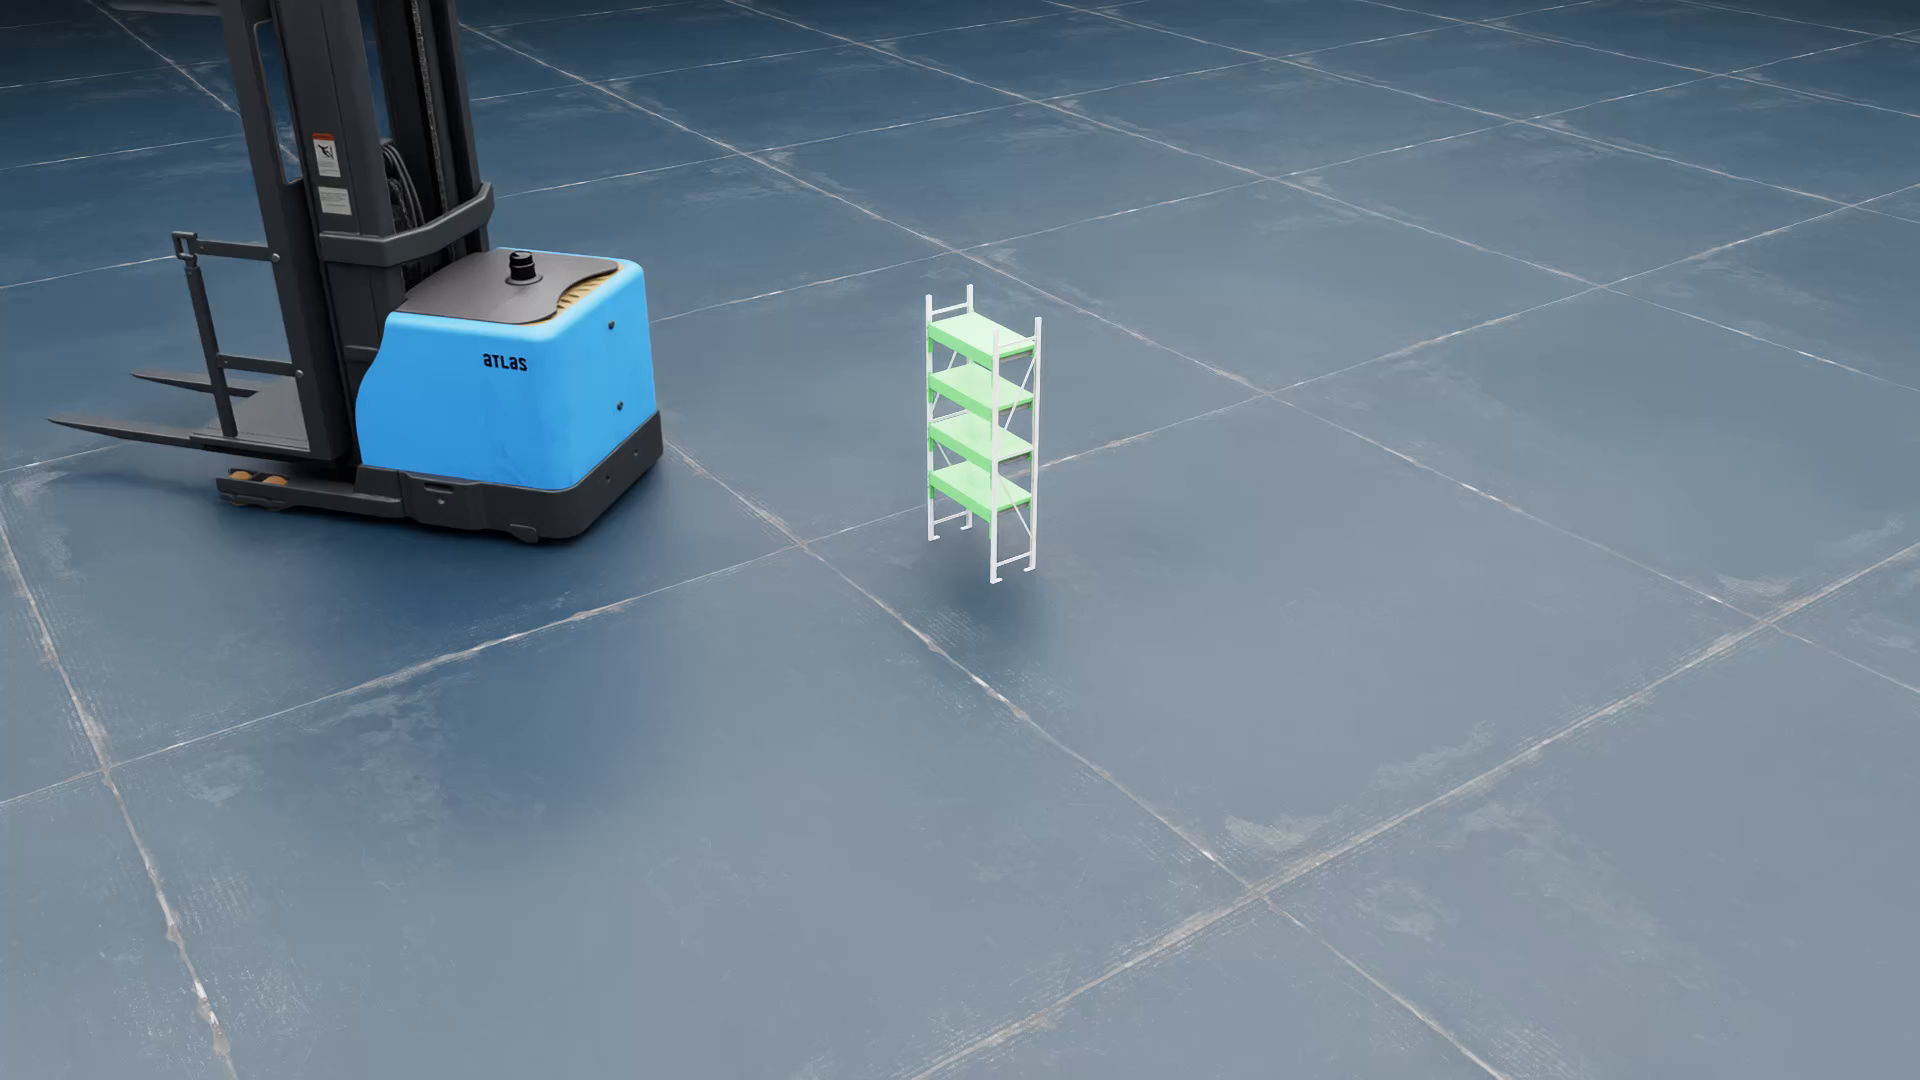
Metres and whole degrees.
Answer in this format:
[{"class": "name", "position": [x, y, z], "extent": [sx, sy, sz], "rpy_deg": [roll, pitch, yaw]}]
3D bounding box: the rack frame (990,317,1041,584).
[{"class": "rack frame", "position": [0.238, -0.368, 7.170], "extent": [0.240, 1.200, 0.015], "rpy_deg": [-19, 34, -31]}]

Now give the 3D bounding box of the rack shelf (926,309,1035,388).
[{"class": "rack shelf", "position": [0.096, -0.829, 7.147], "extent": [0.258, 0.148, 0.480], "rpy_deg": [-19, 34, -31]}]

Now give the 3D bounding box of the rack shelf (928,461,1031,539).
[{"class": "rack shelf", "position": [0.096, -0.196, 7.490], "extent": [0.258, 0.148, 0.480], "rpy_deg": [-19, 34, -31]}]

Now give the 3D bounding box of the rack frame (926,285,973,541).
[{"class": "rack frame", "position": [-0.046, -0.558, 7.520], "extent": [0.240, 1.200, 0.015], "rpy_deg": [-19, 34, -31]}]

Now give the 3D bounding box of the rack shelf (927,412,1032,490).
[{"class": "rack shelf", "position": [0.096, -0.407, 7.376], "extent": [0.258, 0.148, 0.480], "rpy_deg": [-19, 34, -31]}]

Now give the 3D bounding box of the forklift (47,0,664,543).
[{"class": "forklift", "position": [-3.076, -1.659, 7.733], "extent": [3.031, 2.935, 1.130], "rpy_deg": [8, 29, 14]}]

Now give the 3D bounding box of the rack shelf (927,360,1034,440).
[{"class": "rack shelf", "position": [0.096, -0.618, 7.261], "extent": [0.258, 0.148, 0.480], "rpy_deg": [-19, 34, -31]}]

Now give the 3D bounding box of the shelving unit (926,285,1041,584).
[{"class": "shelving unit", "position": [0.096, -0.463, 7.345], "extent": [0.258, 1.200, 0.503], "rpy_deg": [-19, 34, -31]}]
